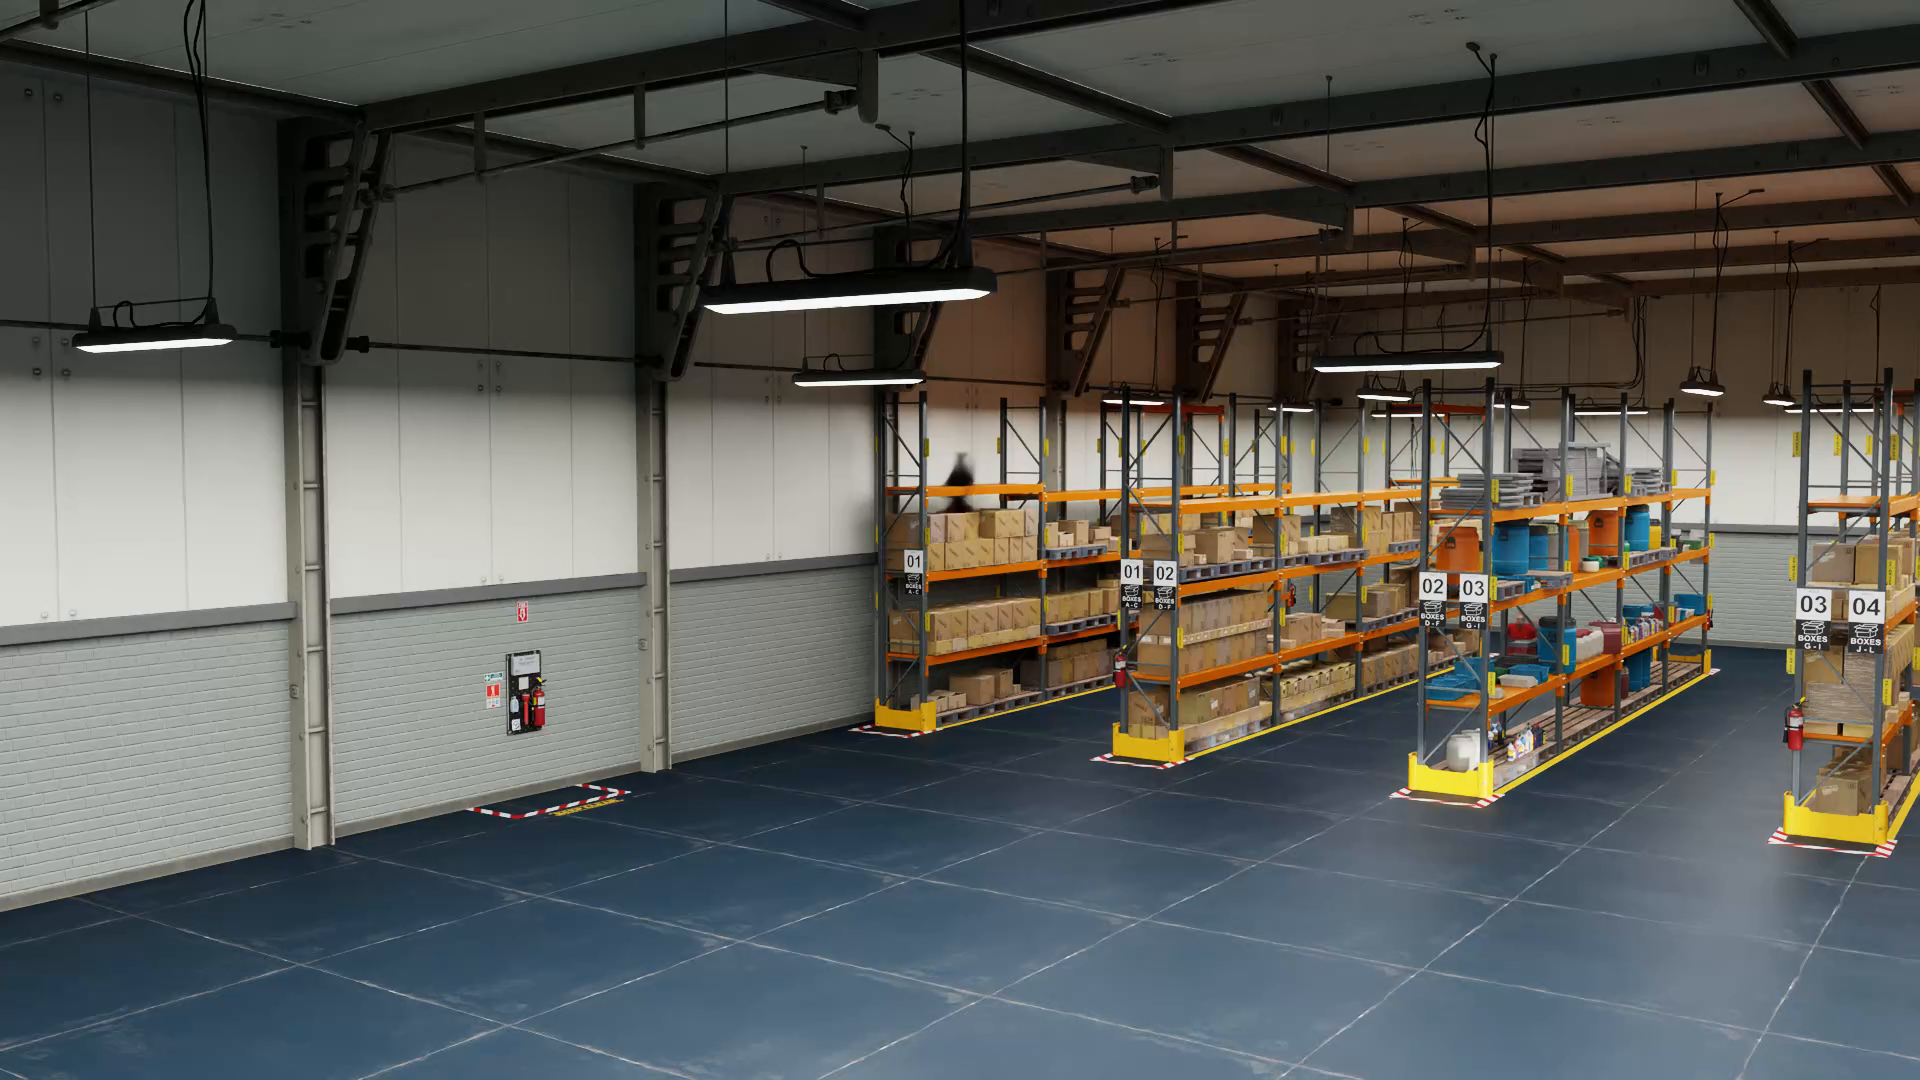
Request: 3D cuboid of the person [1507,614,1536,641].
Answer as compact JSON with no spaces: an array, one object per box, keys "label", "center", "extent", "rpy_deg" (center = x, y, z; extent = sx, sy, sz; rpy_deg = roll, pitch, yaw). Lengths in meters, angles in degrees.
[{"label":"person","center":[11.370,2.309,33.805],"extent":[0.640,1.651,0.722],"rpy_deg":[1,3,18]}]
